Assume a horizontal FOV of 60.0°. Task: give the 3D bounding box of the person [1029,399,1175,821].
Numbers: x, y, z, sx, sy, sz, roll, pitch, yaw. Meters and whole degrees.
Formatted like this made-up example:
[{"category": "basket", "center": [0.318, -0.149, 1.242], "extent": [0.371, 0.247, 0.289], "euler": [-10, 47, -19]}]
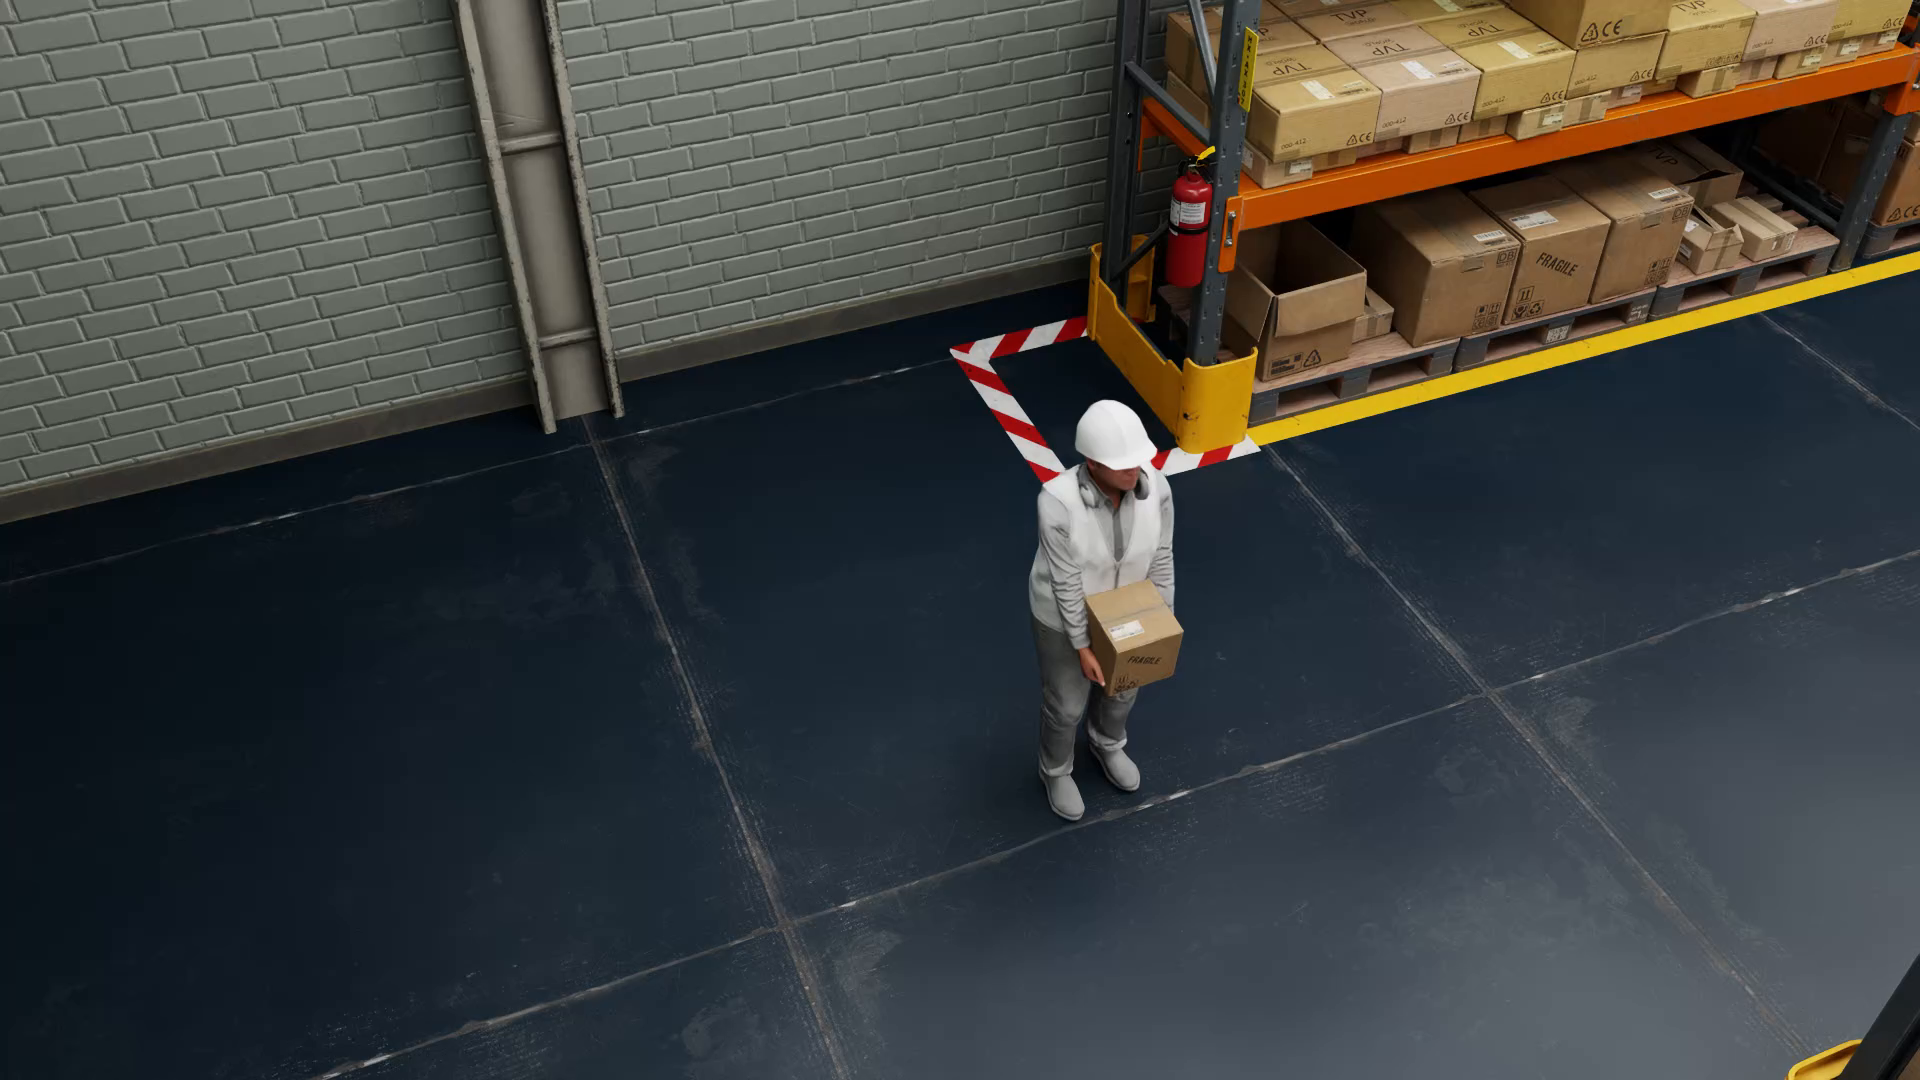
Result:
[{"category": "person", "center": [0.512, 0.278, 5.829], "extent": [0.494, 1.772, 0.558], "euler": [-16, 44, -17]}]
